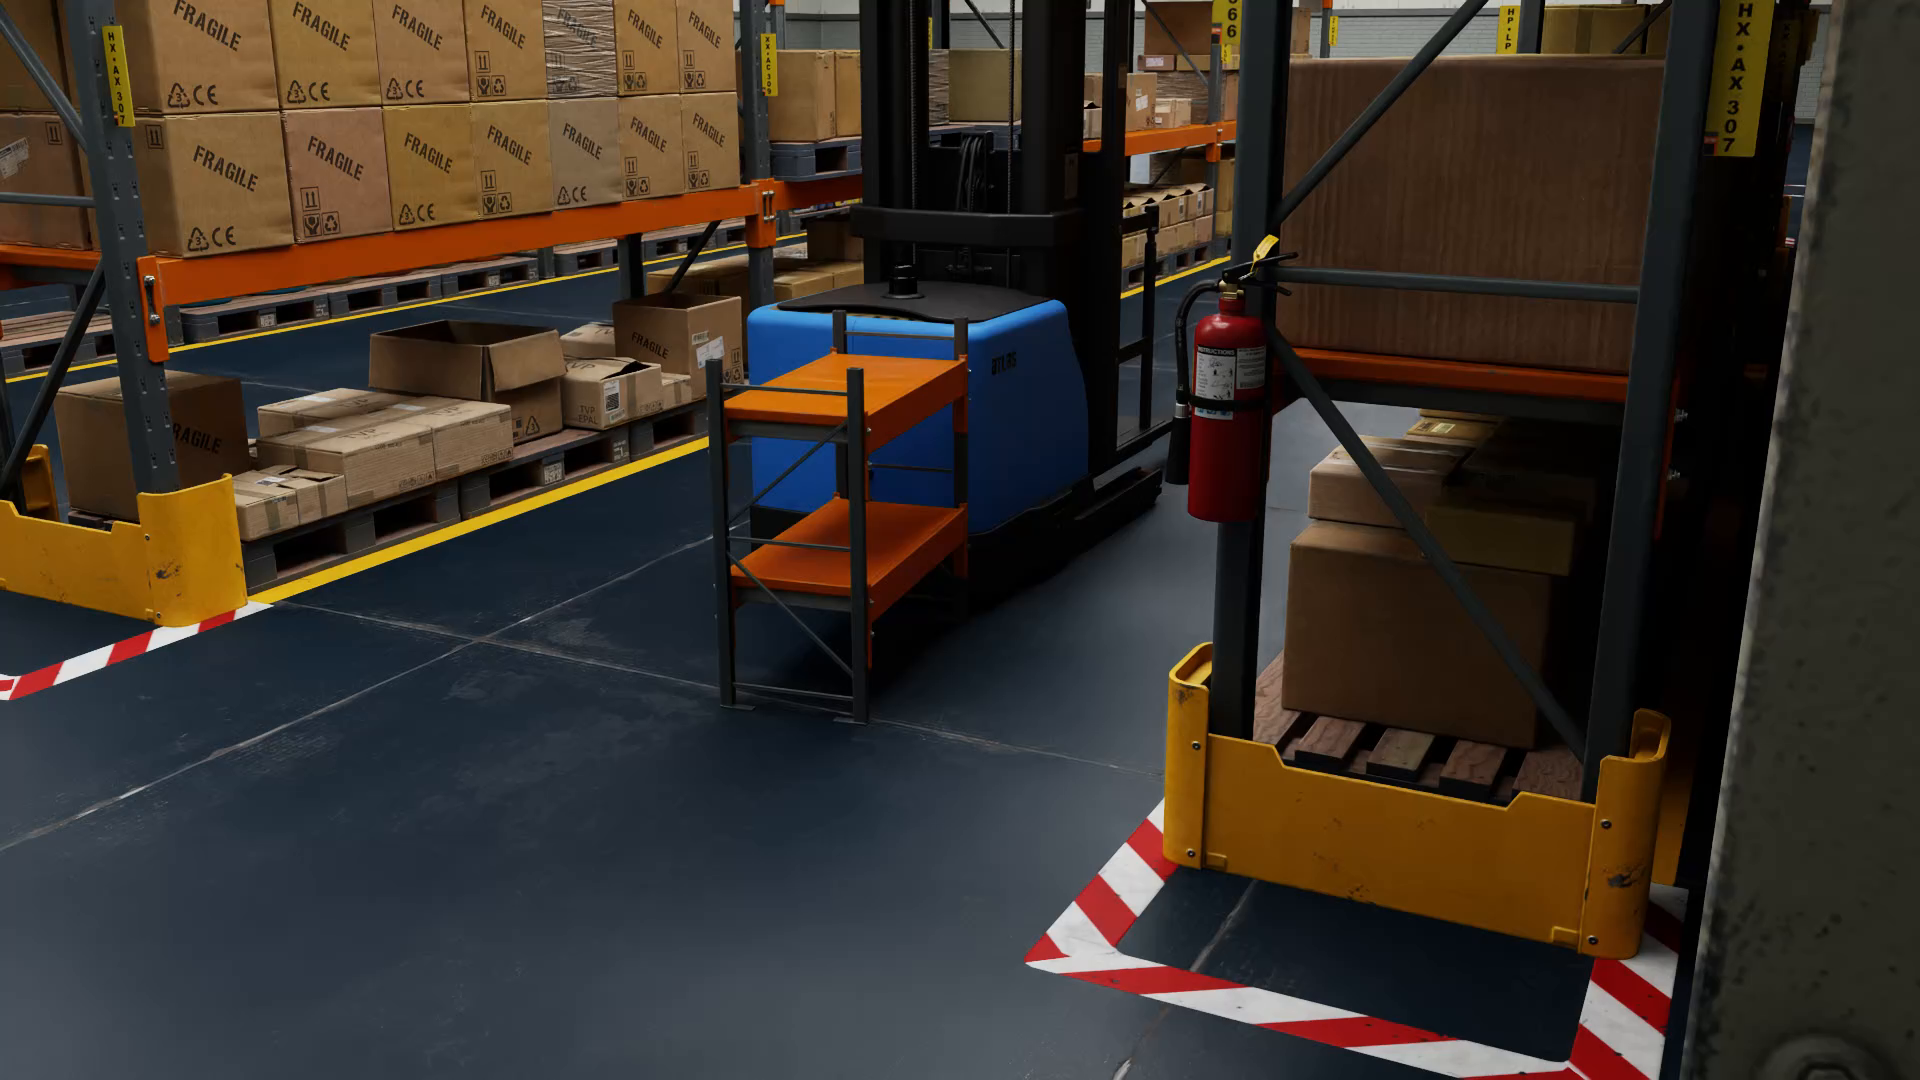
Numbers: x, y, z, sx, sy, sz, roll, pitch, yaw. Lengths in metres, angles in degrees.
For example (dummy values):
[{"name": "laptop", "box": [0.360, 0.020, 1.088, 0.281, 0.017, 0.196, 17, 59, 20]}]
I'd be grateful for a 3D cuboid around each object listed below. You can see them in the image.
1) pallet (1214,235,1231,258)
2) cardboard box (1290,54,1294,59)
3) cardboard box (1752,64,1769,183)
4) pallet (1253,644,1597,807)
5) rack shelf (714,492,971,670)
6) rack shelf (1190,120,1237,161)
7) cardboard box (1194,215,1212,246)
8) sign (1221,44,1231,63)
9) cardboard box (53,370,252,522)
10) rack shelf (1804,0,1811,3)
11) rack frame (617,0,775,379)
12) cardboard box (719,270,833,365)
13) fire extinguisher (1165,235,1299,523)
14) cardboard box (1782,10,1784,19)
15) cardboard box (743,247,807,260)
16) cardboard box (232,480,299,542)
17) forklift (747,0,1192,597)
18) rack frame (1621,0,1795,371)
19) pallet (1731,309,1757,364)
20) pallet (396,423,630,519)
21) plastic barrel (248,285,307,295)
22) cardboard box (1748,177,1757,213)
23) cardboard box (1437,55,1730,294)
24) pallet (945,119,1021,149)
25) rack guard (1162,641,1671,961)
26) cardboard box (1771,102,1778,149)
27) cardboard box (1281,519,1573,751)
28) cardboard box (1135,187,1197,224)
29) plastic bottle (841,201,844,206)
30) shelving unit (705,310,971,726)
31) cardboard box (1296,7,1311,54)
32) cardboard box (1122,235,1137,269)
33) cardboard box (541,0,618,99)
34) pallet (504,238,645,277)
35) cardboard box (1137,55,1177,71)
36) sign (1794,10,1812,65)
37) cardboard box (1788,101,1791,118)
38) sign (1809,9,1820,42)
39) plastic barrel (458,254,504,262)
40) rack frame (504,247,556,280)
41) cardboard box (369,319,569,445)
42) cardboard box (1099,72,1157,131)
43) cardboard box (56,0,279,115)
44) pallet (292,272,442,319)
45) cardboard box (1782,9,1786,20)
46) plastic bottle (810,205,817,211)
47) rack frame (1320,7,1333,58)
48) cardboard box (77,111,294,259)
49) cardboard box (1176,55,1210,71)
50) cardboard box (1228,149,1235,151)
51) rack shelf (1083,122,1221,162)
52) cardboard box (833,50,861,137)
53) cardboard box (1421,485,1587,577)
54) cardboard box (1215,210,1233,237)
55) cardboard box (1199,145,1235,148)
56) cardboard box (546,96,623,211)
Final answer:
[{"name": "pallet", "box": [2.440, -3.128, 17.293, 1.003, 0.211, 1.213, 8, 18, 25]}, {"name": "cardboard box", "box": [3.490, -5.328, 18.487, 0.380, 0.149, 0.250, 8, 18, 26]}, {"name": "cardboard box", "box": [3.337, -1.885, 7.480, 0.500, 0.500, 0.500, 7, 18, 23]}, {"name": "pallet", "box": [1.406, 0.542, 4.939, 1.003, 0.211, 1.213, 8, 18, 25]}, {"name": "rack shelf", "box": [-0.370, 0.112, 5.641, 0.538, 0.278, 1.000, 5, 17, 17]}, {"name": "rack shelf", "box": [2.941, -4.432, 18.050, 1.077, 0.370, 4.000, 8, 18, 25]}, {"name": "cardboard box", "box": [2.122, -3.008, 16.084, 0.500, 0.250, 0.500, 8, 18, 25]}, {"name": "sign", "box": [2.537, -4.718, 15.854, 0.100, 0.325, 0.005, 8, 18, 25]}, {"name": "cardboard box", "box": [-3.292, -0.393, 6.806, 0.500, 0.500, 0.500, 8, 18, 25]}, {"name": "rack shelf", "box": [7.375, -5.240, 15.504, 1.077, 0.370, 4.000, 8, 18, 25]}, {"name": "rack frame", "box": [-1.527, -2.229, 9.371, 1.000, 3.000, 0.127, 8, 18, 25]}, {"name": "cardboard box", "box": [-1.093, -1.334, 9.975, 0.500, 0.500, 0.500, 7, 18, 23]}, {"name": "fire extinguisher", "box": [0.639, -0.386, 3.955, 0.296, 0.674, 0.183, 8, 18, 25]}, {"name": "cardboard box", "box": [3.792, -2.506, 8.253, 0.500, 0.250, 0.500, 7, 18, 24]}, {"name": "cardboard box", "box": [-1.110, -1.657, 11.061, 0.500, 0.500, 0.500, 8, 18, 26]}, {"name": "cardboard box", "box": [-2.820, -0.118, 6.496, 0.380, 0.149, 0.250, 8, 18, 25]}, {"name": "forklift", "box": [0.283, -1.565, 7.255, 1.130, 2.935, 3.031, 8, 18, 26]}, {"name": "rack frame", "box": [4.694, -2.619, 10.683, 1.000, 3.000, 0.127, 8, 18, 25]}, {"name": "pallet", "box": [5.044, -1.481, 11.750, 1.003, 0.211, 1.213, 8, 18, 25]}, {"name": "pallet", "box": [-2.379, -0.406, 8.130, 1.003, 0.211, 1.213, 8, 18, 25]}, {"name": "plastic barrel", "box": [-5.382, -2.373, 12.802, 0.600, 0.901, 0.708, 8, 18, 25]}, {"name": "cardboard box", "box": [3.455, -1.603, 7.670, 0.380, 0.149, 0.250, 8, 18, 24]}, {"name": "cardboard box", "box": [2.002, -1.236, 5.500, 0.980, 0.700, 0.700, 7, 18, 23]}, {"name": "pallet", "box": [0.020, -2.975, 12.218, 1.213, 0.211, 1.003, 8, 18, 25]}, {"name": "rack guard", "box": [1.108, 0.623, 4.158, 1.175, 0.500, 0.348, 8, 18, 25]}, {"name": "cardboard box", "box": [4.256, -2.409, 9.243, 0.500, 0.500, 0.500, 8, 19, 26]}, {"name": "cardboard box", "box": [1.342, 0.225, 4.762, 0.700, 0.500, 0.500, 8, 18, 25]}, {"name": "cardboard box", "box": [1.896, -3.146, 15.565, 0.500, 0.311, 0.500, 9, 19, 27]}, {"name": "plastic bottle", "box": [-1.418, -4.038, 19.602, 0.097, 0.201, 0.097, 0, 17, 0]}, {"name": "shelving unit", "box": [-0.370, -0.123, 5.571, 0.538, 1.125, 1.048, 5, 17, 17]}, {"name": "cardboard box", "box": [3.591, -5.825, 19.023, 0.700, 0.500, 0.500, 8, 18, 26]}, {"name": "cardboard box", "box": [1.208, -2.489, 14.337, 0.500, 0.250, 0.500, 8, 18, 24]}, {"name": "cardboard box", "box": [-1.973, -2.336, 7.798, 0.500, 0.500, 0.500, 8, 18, 26]}, {"name": "pallet", "box": [-3.788, -2.735, 15.971, 1.003, 0.211, 1.213, 8, 18, 25]}, {"name": "cardboard box", "box": [1.978, -4.723, 16.450, 0.380, 0.149, 0.250, 8, 18, 25]}, {"name": "sign", "box": [5.192, -3.104, 10.283, 0.100, 0.325, 0.005, 8, 18, 25]}, {"name": "cardboard box", "box": [8.010, -4.317, 16.629, 0.500, 0.250, 0.500, 9, 19, 27]}, {"name": "sign", "box": [8.756, -5.288, 17.079, 0.100, 0.325, 0.005, 8, 18, 25]}, {"name": "plastic barrel", "box": [-4.373, -2.914, 14.749, 0.600, 0.830, 0.708, 8, 18, 25]}, {"name": "rack frame", "box": [-4.169, -3.879, 14.927, 1.000, 3.000, 0.127, 8, 18, 25]}, {"name": "cardboard box", "box": [-2.362, -0.764, 8.051, 0.797, 0.503, 0.637, 8, 18, 25]}, {"name": "cardboard box", "box": [1.454, -3.987, 15.114, 0.500, 0.500, 0.500, 10, 19, 29]}, {"name": "cardboard box", "box": [-2.880, -1.817, 6.052, 0.500, 0.500, 0.500, 9, 19, 27]}, {"name": "pallet", "box": [-5.031, -2.027, 13.587, 1.003, 0.211, 1.213, 8, 18, 25]}, {"name": "cardboard box", "box": [4.029, -2.639, 8.699, 0.500, 0.250, 0.500, 8, 18, 24]}, {"name": "plastic bottle", "box": [-1.727, -3.915, 19.057, 0.152, 0.276, 0.135, 9, 19, 27]}, {"name": "rack frame", "box": [3.835, -5.286, 19.662, 1.000, 3.000, 0.127, 8, 18, 25]}, {"name": "cardboard box", "box": [-2.880, -1.338, 6.194, 0.500, 0.500, 0.500, 9, 19, 27]}, {"name": "cardboard box", "box": [2.341, -4.670, 16.273, 0.380, 0.149, 0.250, 8, 18, 25]}, {"name": "cardboard box", "box": [3.203, -3.971, 18.008, 0.500, 0.500, 0.500, 8, 18, 25]}, {"name": "rack shelf", "box": [1.154, -3.413, 14.619, 1.077, 0.370, 4.000, 8, 18, 25]}, {"name": "cardboard box", "box": [-0.865, -2.754, 10.225, 0.700, 0.500, 0.500, 12, 20, 34]}, {"name": "cardboard box", "box": [1.465, -0.029, 4.476, 0.380, 0.149, 0.250, 8, 18, 26]}, {"name": "cardboard box", "box": [2.526, -3.230, 16.832, 0.500, 0.250, 0.500, 8, 18, 25]}, {"name": "cardboard box", "box": [2.963, -4.164, 18.659, 0.500, 0.500, 0.500, 8, 18, 25]}, {"name": "cardboard box", "box": [-1.977, -1.855, 7.934, 0.500, 0.500, 0.500, 9, 19, 27]}]
